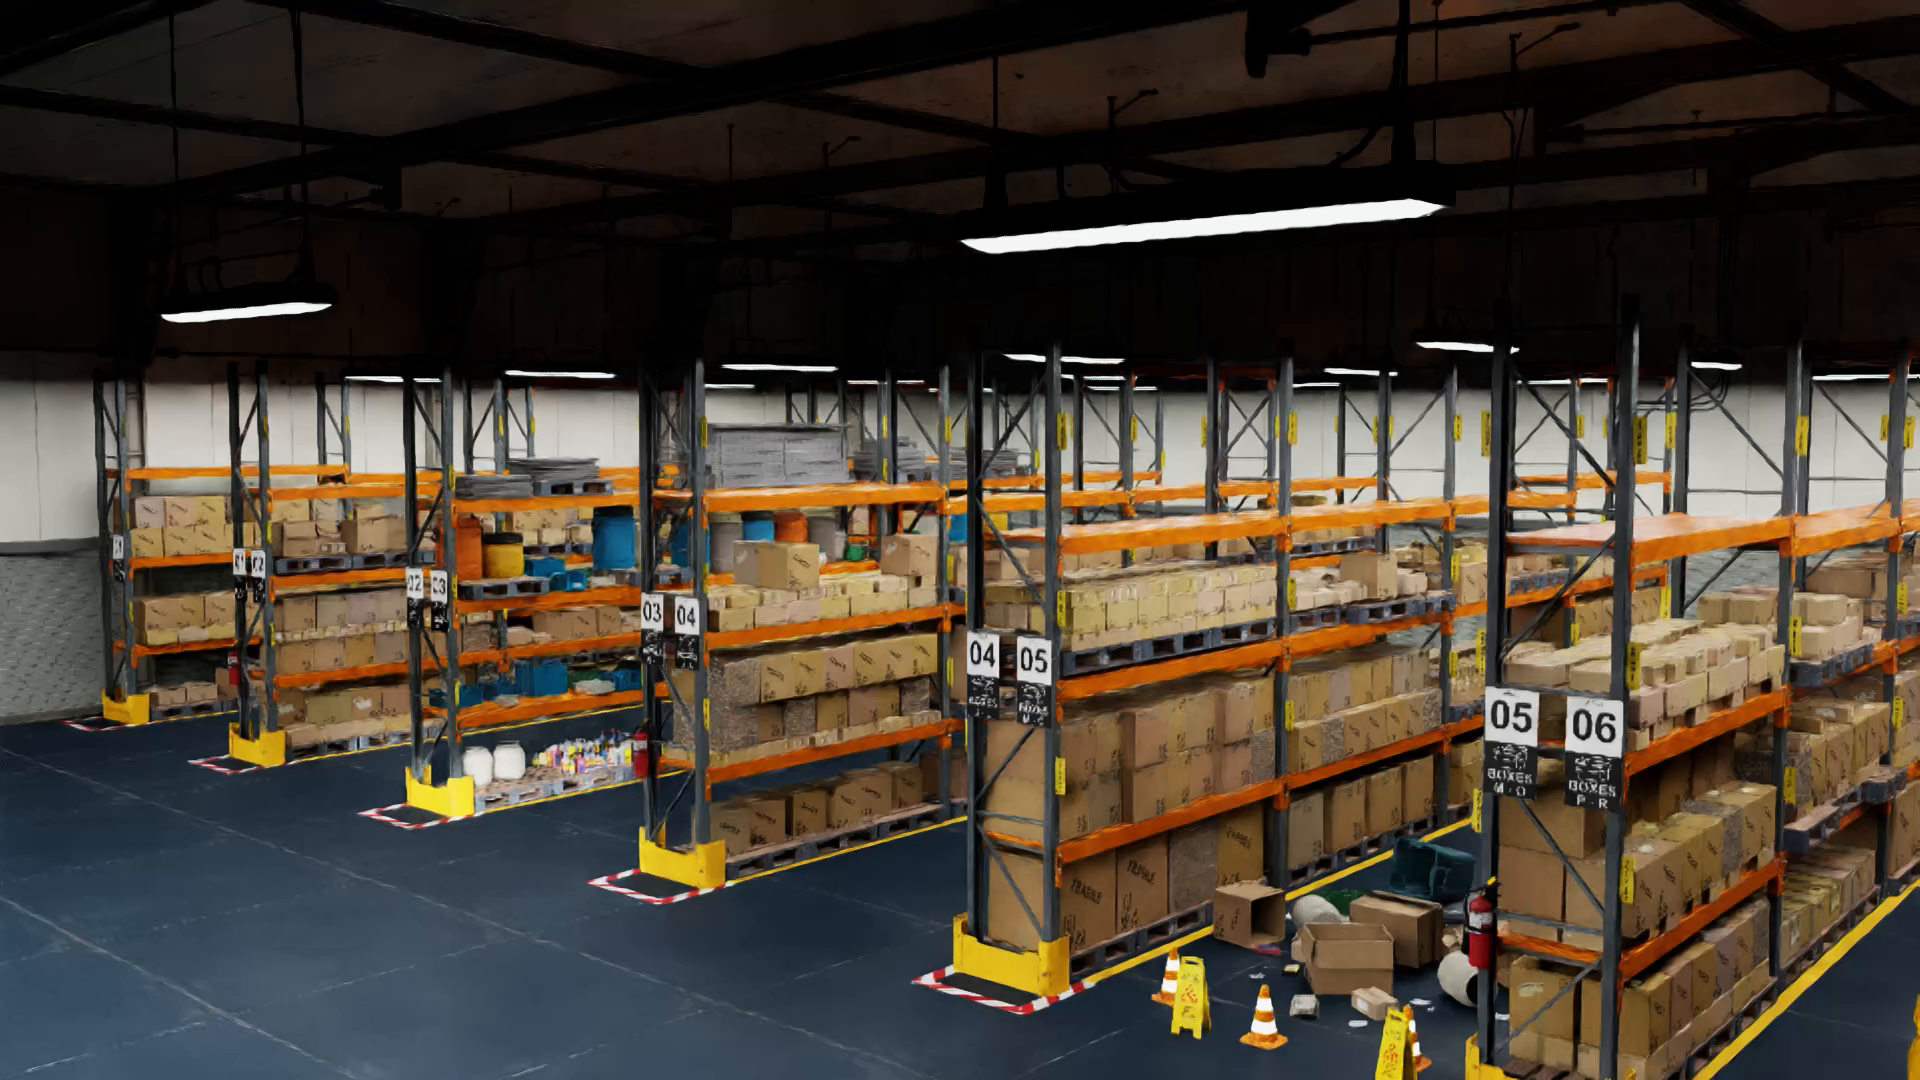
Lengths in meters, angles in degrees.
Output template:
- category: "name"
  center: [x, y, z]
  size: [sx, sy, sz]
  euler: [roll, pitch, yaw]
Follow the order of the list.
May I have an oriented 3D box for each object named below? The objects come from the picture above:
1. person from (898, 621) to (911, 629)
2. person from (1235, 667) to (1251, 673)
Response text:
- category: "person"
  center: [-0.957, 2.061, 30.807]
  size: [0.574, 1.652, 0.543]
  euler: [-2, 4, -20]
- category: "person"
  center: [4.126, 2.599, 23.898]
  size: [0.622, 1.604, 0.822]
  euler: [2, 5, 25]
